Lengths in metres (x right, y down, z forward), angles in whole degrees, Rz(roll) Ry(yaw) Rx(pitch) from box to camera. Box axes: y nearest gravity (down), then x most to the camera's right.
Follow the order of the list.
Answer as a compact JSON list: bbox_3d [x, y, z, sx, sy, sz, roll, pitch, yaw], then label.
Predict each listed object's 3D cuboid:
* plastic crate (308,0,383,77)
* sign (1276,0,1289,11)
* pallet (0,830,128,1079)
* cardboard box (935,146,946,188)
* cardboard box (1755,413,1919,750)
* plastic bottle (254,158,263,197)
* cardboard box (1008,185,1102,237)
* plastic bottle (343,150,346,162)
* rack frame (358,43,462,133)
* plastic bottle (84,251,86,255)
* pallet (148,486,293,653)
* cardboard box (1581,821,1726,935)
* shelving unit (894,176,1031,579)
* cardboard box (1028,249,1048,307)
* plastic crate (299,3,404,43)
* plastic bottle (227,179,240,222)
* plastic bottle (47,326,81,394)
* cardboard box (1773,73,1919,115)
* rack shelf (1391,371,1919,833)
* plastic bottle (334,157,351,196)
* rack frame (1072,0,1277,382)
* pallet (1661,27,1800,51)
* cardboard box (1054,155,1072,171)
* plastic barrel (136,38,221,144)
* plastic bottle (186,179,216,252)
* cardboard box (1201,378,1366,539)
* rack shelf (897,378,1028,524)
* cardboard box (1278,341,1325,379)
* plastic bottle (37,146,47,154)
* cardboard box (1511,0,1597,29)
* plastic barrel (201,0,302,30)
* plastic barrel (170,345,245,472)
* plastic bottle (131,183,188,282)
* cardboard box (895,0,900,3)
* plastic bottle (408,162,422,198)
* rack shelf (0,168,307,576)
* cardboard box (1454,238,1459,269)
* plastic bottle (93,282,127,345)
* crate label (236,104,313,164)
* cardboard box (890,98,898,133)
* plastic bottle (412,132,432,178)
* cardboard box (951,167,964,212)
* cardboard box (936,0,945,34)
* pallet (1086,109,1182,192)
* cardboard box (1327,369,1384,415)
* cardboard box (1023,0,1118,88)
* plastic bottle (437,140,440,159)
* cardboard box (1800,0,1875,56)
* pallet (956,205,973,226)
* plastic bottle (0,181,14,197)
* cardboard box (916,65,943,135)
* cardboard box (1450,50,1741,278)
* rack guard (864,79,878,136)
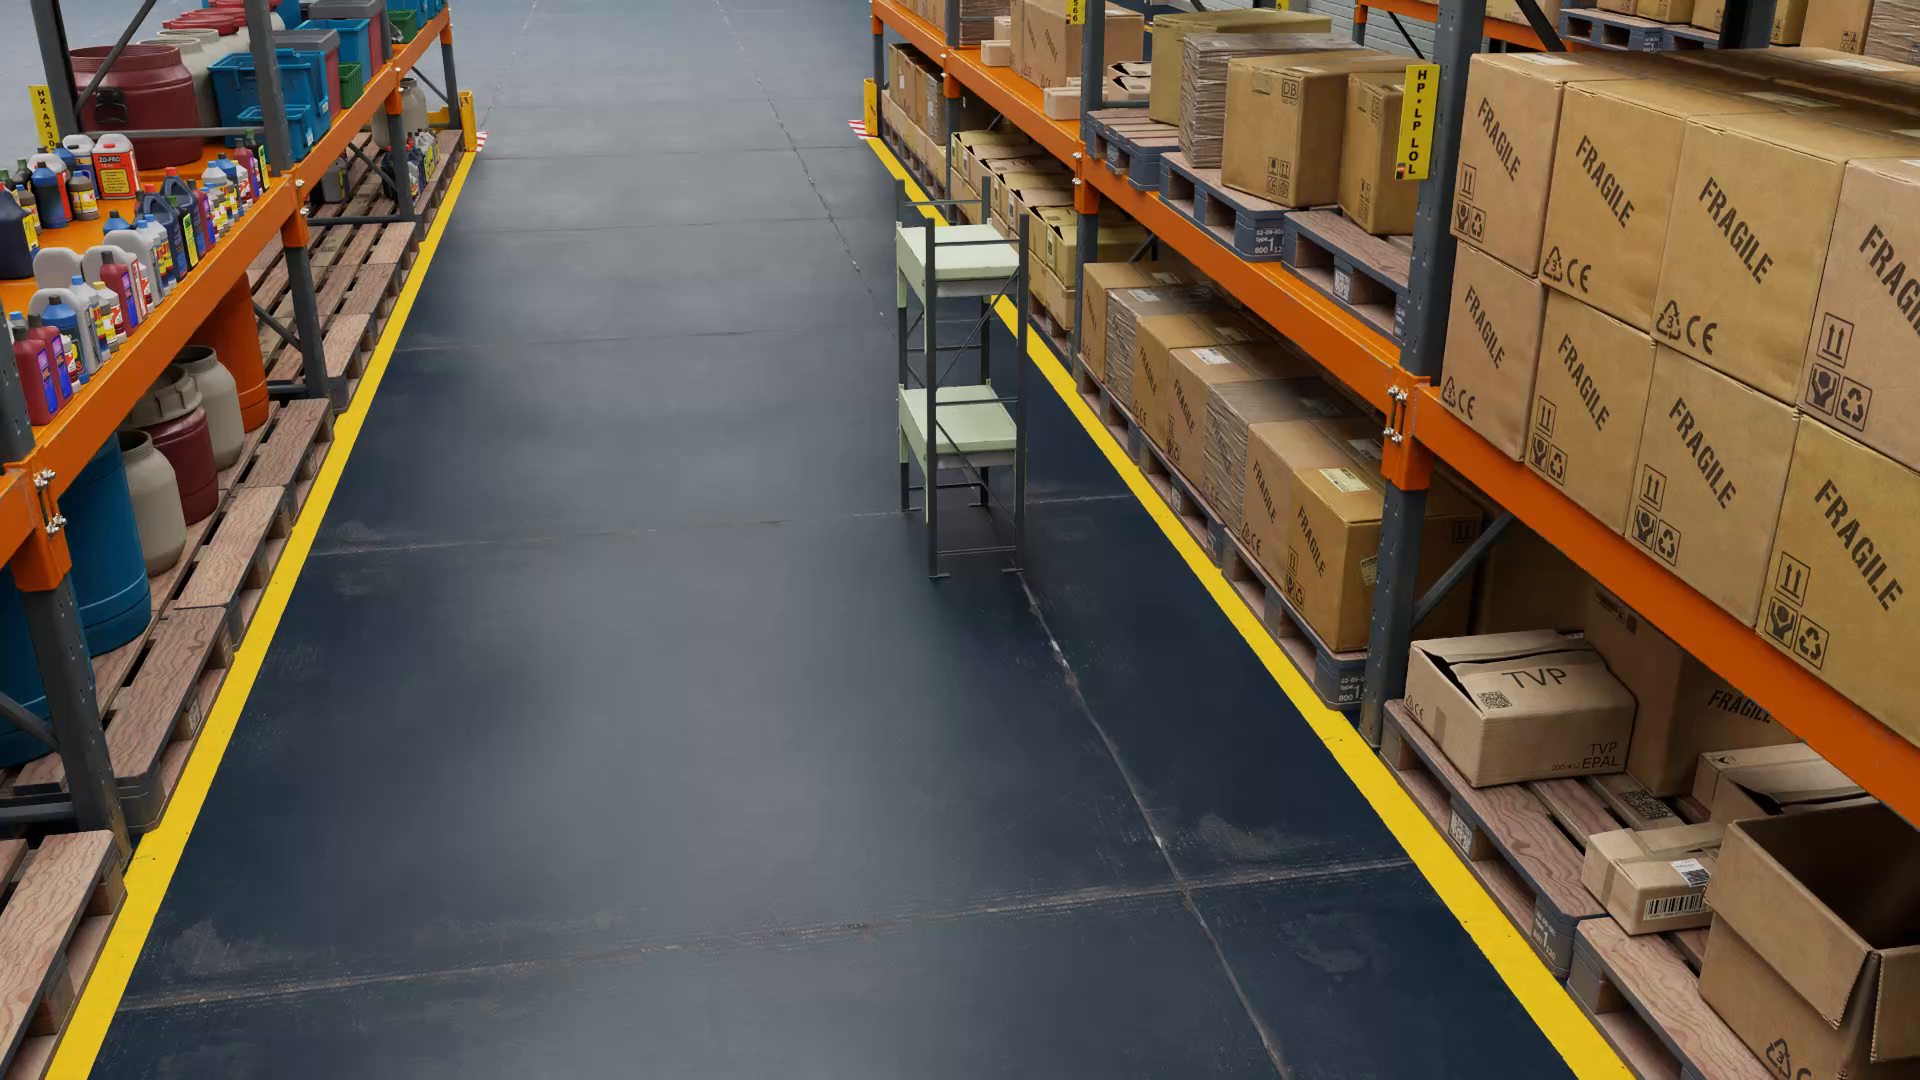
[{"bbox_3d":[-4.085,-3.366,11.129,0.402,0.464,0.583,-4,24,-10],"label":"plastic crate"},{"bbox_3d":[1.665,-2.834,8.644,0.100,0.325,0.005,-4,24,-10],"label":"sign"},{"bbox_3d":[-2.822,1.206,4.224,1.003,0.211,1.213,-4,24,-10],"label":"pallet"},{"bbox_3d":[0.093,-2.968,13.209,0.500,0.250,0.500,-4,24,-10],"label":"cardboard box"},{"bbox_3d":[1.983,0.050,3.263,0.500,0.500,0.500,-5,24,-10],"label":"cardboard box"},{"bbox_3d":[-3.238,-1.666,7.565,0.097,0.201,0.097,0,24,0],"label":"plastic bottle"},{"bbox_3d":[0.601,-2.076,10.466,0.500,0.311,0.500,-4,24,-10],"label":"cardboard box"},{"bbox_3d":[-5.167,-3.220,13.822,0.097,0.201,0.097,0,24,0],"label":"plastic bottle"},{"bbox_3d":[-5.215,-5.078,15.129,1.000,3.000,0.127,-4,24,-10],"label":"rack frame"},{"bbox_3d":[-3.040,-0.916,5.847,0.097,0.201,0.097,0,24,0],"label":"plastic bottle"},{"bbox_3d":[-3.327,0.133,6.682,1.003,0.211,1.213,-4,24,-10],"label":"pallet"},{"bbox_3d":[1.907,0.895,4.444,0.380,0.166,0.250,-4,24,-10],"label":"cardboard box"},{"bbox_3d":[-0.001,-0.690,6.956,0.431,1.500,0.755,-4,24,-10],"label":"shelving unit"},{"bbox_3d":[0.697,-1.620,10.122,0.500,0.250,0.500,-5,24,-10],"label":"cardboard box"},{"bbox_3d":[-4.447,-3.691,12.032,0.767,0.338,0.504,-4,24,-10],"label":"plastic crate"},{"bbox_3d":[-3.141,-1.460,7.094,0.097,0.201,0.097,0,24,0],"label":"plastic bottle"},{"bbox_3d":[-2.708,-0.539,4.985,0.097,0.201,0.097,0,24,0],"label":"plastic bottle"},{"bbox_3d":[2.318,-0.846,4.065,0.500,0.500,0.500,-5,24,-11],"label":"cardboard box"},{"bbox_3d":[2.242,0.393,3.500,1.077,0.370,4.000,-4,24,-10],"label":"rack shelf"},{"bbox_3d":[-4.772,-2.786,12.735,0.152,0.276,0.135,-4,24,-10],"label":"plastic bottle"},{"bbox_3d":[1.133,-2.296,8.760,1.000,3.000,0.127,-4,24,-10],"label":"rack frame"},{"bbox_3d":[5.594,-3.352,11.417,1.003,0.211,1.213,-4,24,-10],"label":"pallet"},{"bbox_3d":[0.942,-2.520,11.483,0.500,0.311,0.500,-4,24,-10],"label":"cardboard box"},{"bbox_3d":[-4.136,-2.371,8.792,0.421,0.512,0.421,0,24,0],"label":"plastic barrel"},{"bbox_3d":[-3.030,-1.301,6.626,0.061,0.283,0.133,-4,24,-10],"label":"plastic bottle"},{"bbox_3d":[1.324,-0.344,6.864,0.500,0.500,0.500,-4,24,-9],"label":"cardboard box"},{"bbox_3d":[-0.001,-0.391,7.086,0.431,0.370,0.720,-4,24,-10],"label":"rack shelf"},{"bbox_3d":[1.735,-0.592,7.432,0.500,0.500,0.500,-5,24,-12],"label":"cardboard box"},{"bbox_3d":[-3.957,-1.551,7.199,0.061,0.283,0.133,-4,24,-10],"label":"plastic bottle"},{"bbox_3d":[4.875,-4.342,13.606,0.500,0.250,0.500,-4,24,-10],"label":"cardboard box"},{"bbox_3d":[-4.702,-3.560,11.027,0.600,0.901,0.708,-4,24,-10],"label":"plastic barrel"},{"bbox_3d":[-3.436,-0.577,7.407,0.421,0.512,0.421,0,24,0],"label":"plastic barrel"},{"bbox_3d":[-2.983,-1.141,6.175,0.144,0.351,0.185,-4,24,-10],"label":"plastic bottle"},{"bbox_3d":[-0.273,-5.304,15.522,0.700,0.500,0.500,-4,24,-10],"label":"cardboard box"},{"bbox_3d":[-4.190,-2.741,12.631,0.152,0.276,0.135,-3,24,-8],"label":"plastic bottle"},{"bbox_3d":[-3.366,-0.815,6.267,1.077,0.370,4.000,-4,24,-10],"label":"rack shelf"},{"bbox_3d":[2.005,-1.164,5.518,0.700,0.500,0.500,-13,27,-27],"label":"cardboard box"},{"bbox_3d":[-2.805,-0.745,5.457,0.097,0.201,0.097,0,24,0],"label":"plastic bottle"},{"bbox_3d":[-3.445,-2.048,8.400,0.303,0.233,0.416,-4,24,-10],"label":"crate label"},{"bbox_3d":[-0.370,-3.952,15.461,0.500,0.250,0.500,-4,24,-10],"label":"cardboard box"},{"bbox_3d":[-4.330,-3.082,13.318,0.144,0.351,0.185,-4,24,-10],"label":"plastic bottle"},{"bbox_3d":[0.224,-2.625,12.423,0.500,0.250,0.500,-5,24,-11],"label":"cardboard box"},{"bbox_3d":[0.201,-4.296,13.215,0.700,0.500,0.500,-5,24,-10],"label":"cardboard box"},{"bbox_3d":[1.327,-1.947,8.200,1.213,0.211,1.003,-4,24,-10],"label":"pallet"},{"bbox_3d":[1.838,-0.724,6.797,0.500,0.250,0.500,-4,24,-10],"label":"cardboard box"},{"bbox_3d":[0.709,-3.208,10.722,0.500,0.500,0.500,-4,24,-10],"label":"cardboard box"},{"bbox_3d":[-4.445,-3.307,14.021,0.097,0.201,0.097,0,24,0],"label":"plastic bottle"},{"bbox_3d":[5.774,-3.314,10.415,0.700,0.500,0.500,-7,24,-15],"label":"cardboard box"},{"bbox_3d":[0.568,-2.305,12.263,1.003,0.211,1.213,-4,24,-10],"label":"pallet"},{"bbox_3d":[-3.826,-1.305,6.651,0.097,0.271,0.097,0,24,0],"label":"plastic bottle"},{"bbox_3d":[-0.084,-3.706,13.961,0.500,0.500,0.500,-4,24,-10],"label":"cardboard box"},{"bbox_3d":[1.683,-1.021,4.465,0.500,0.500,0.500,-4,24,-8],"label":"cardboard box"},{"bbox_3d":[-0.351,-4.307,16.487,1.175,0.500,0.348,-4,24,-10],"label":"rack guard"}]
